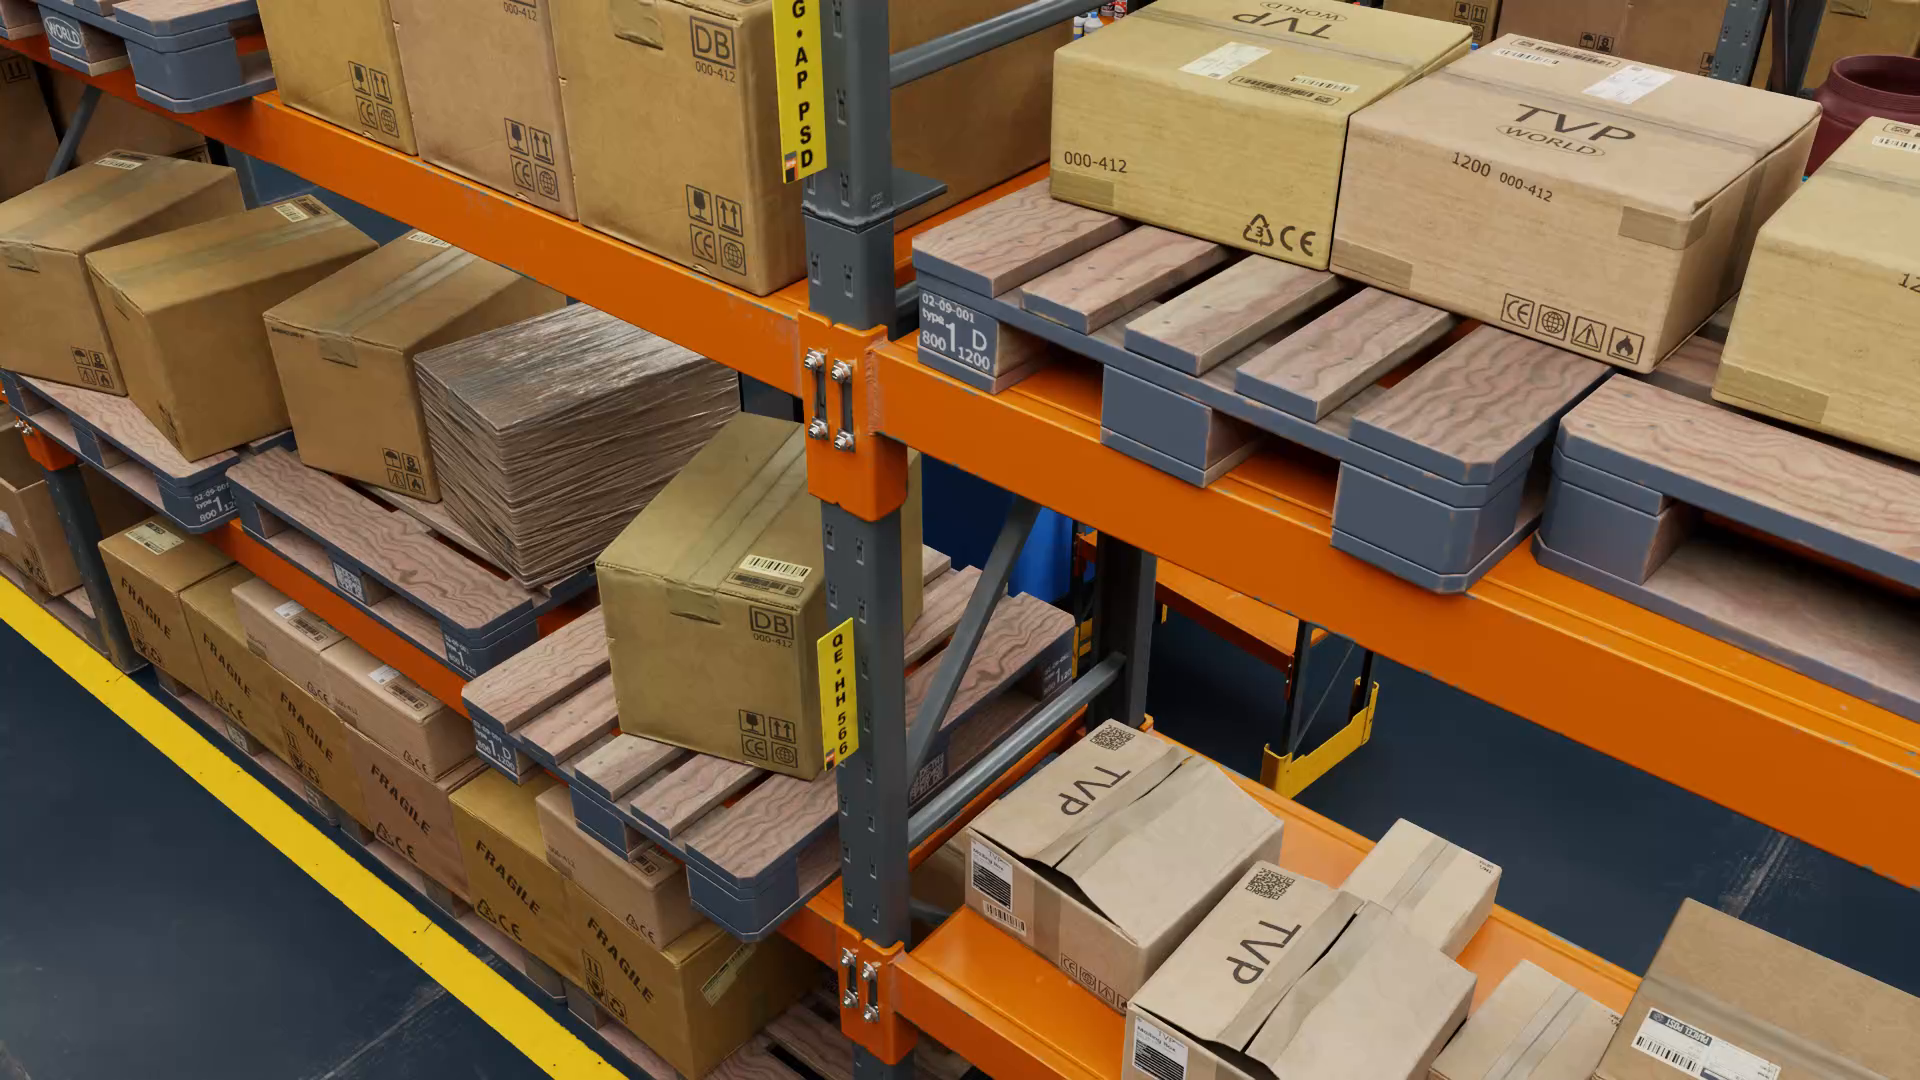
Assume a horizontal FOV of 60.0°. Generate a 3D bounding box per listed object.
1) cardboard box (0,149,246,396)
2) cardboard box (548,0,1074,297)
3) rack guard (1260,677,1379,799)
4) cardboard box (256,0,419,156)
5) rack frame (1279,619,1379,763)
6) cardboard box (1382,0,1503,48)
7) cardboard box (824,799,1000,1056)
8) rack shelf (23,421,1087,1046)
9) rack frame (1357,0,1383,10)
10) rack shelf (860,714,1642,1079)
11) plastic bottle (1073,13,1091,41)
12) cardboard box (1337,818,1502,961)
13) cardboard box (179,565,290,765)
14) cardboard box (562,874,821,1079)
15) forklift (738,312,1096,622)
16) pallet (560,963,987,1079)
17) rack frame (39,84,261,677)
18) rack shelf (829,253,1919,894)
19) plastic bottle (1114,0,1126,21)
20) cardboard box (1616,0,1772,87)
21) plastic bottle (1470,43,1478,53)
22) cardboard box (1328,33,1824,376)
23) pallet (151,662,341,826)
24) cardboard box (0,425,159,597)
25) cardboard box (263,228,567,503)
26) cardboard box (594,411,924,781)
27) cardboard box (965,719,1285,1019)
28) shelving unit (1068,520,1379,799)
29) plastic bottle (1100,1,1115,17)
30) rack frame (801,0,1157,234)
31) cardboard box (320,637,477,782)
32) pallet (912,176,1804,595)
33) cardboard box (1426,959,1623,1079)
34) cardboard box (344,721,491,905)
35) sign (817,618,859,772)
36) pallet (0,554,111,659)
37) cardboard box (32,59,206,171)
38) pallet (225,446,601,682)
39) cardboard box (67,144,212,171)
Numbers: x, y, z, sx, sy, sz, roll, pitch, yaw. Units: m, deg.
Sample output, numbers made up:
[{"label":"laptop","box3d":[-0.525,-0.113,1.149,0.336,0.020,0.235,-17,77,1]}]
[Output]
[{"label":"cardboard box","box3d":[-2.745,-0.889,5.435,0.500,0.500,0.700,12,36,17]},{"label":"cardboard box","box3d":[-0.249,-0.915,3.195,0.500,0.500,0.910,25,42,32]},{"label":"rack guard","box3d":[1.287,0.728,5.969,0.587,0.250,0.087,-28,43,-34]},{"label":"cardboard box","box3d":[-1.040,-1.289,3.739,0.500,0.500,0.910,25,42,32]},{"label":"rack frame","box3d":[1.301,0.221,5.604,0.500,1.500,0.032,-28,43,-34]},{"label":"cardboard box","box3d":[3.880,-4.326,12.405,0.875,0.875,1.225,25,42,32]},{"label":"cardboard box","box3d":[-0.059,1.065,4.868,0.500,0.500,0.500,27,43,34]},{"label":"rack shelf","box3d":[-1.429,0.078,5.123,4.000,0.370,1.077,25,42,32]},{"label":"rack frame","box3d":[3.375,-5.252,12.248,0.127,3.000,1.000,25,42,32]},{"label":"rack shelf","box3d":[1.645,1.527,3.013,4.000,0.370,1.077,25,42,32]},{"label":"plastic bottle","box3d":[0.599,-2.580,8.466,0.135,0.276,0.152,25,42,32]},{"label":"cardboard box","box3d":[0.976,0.815,3.636,0.250,0.149,0.380,25,42,32]},{"label":"cardboard box","box3d":[-2.333,0.375,5.873,0.500,0.500,0.500,26,42,32]},{"label":"cardboard box","box3d":[-0.761,1.118,4.792,0.500,0.500,0.500,27,43,34]},{"label":"forklift","box3d":[-0.426,-1.467,6.797,1.130,2.935,3.031,-28,43,-34]},{"label":"pallet","box3d":[-0.442,1.368,5.071,1.213,0.211,1.003,25,42,32]},{"label":"rack frame","box3d":[-2.966,-0.943,5.974,0.127,3.000,1.000,25,42,32]},{"label":"rack shelf","box3d":[1.645,0.290,2.164,4.000,0.370,1.077,25,42,32]},{"label":"plastic bottle","box3d":[0.886,-2.908,9.010,0.097,0.201,0.097,0,34,0]},{"label":"cardboard box","box3d":[5.252,-3.685,11.473,0.875,0.875,1.225,25,42,32]},{"label":"plastic bottle","box3d":[2.447,-2.246,7.984,0.097,0.271,0.097,0,34,0]},{"label":"cardboard box","box3d":[0.907,-0.520,2.470,0.500,0.250,0.500,26,42,33]},{"label":"pallet","box3d":[-2.317,0.485,6.358,1.213,0.211,1.003,25,42,32]},{"label":"cardboard box","box3d":[-3.585,-0.177,6.678,0.500,0.500,0.500,25,42,32]},{"label":"cardboard box","box3d":[-1.569,-0.544,4.934,0.500,0.500,0.700,15,37,20]},{"label":"cardboard box","box3d":[-0.448,0.112,3.978,0.500,0.500,0.700,12,36,17]},{"label":"cardboard box","box3d":[0.360,0.693,3.670,0.500,0.311,0.500,28,43,35]},{"label":"shelving unit","box3d":[0.947,0.007,5.915,0.587,1.500,1.083,-28,43,-34]},{"label":"plastic bottle","box3d":[0.822,-2.983,9.119,0.097,0.201,0.097,0,34,0]},{"label":"rack frame","box3d":[0.108,-1.967,2.166,0.127,3.000,1.000,25,42,32]},{"label":"cardboard box","box3d":[-1.596,0.422,5.143,0.500,0.250,0.500,24,41,31]},{"label":"pallet","box3d":[0.687,-0.446,2.767,1.003,0.211,1.213,27,43,34]},{"label":"cardboard box","box3d":[1.124,1.047,3.298,0.250,0.149,0.380,29,44,35]},{"label":"cardboard box","box3d":[-1.566,0.743,5.338,0.500,0.500,0.500,24,41,30]},{"label":"sign","box3d":[-0.232,0.301,3.210,0.005,0.325,0.100,25,42,32]},{"label":"pallet","box3d":[-3.493,-0.043,7.126,1.213,0.211,1.003,25,42,32]},{"label":"cardboard box","box3d":[-3.148,-1.690,6.089,0.500,0.500,0.500,26,42,33]},{"label":"pallet","box3d":[-1.389,-0.118,4.941,1.213,0.211,1.003,25,42,32]},{"label":"cardboard box","box3d":[-3.183,-1.288,6.387,0.500,0.500,0.500,26,42,33]}]
